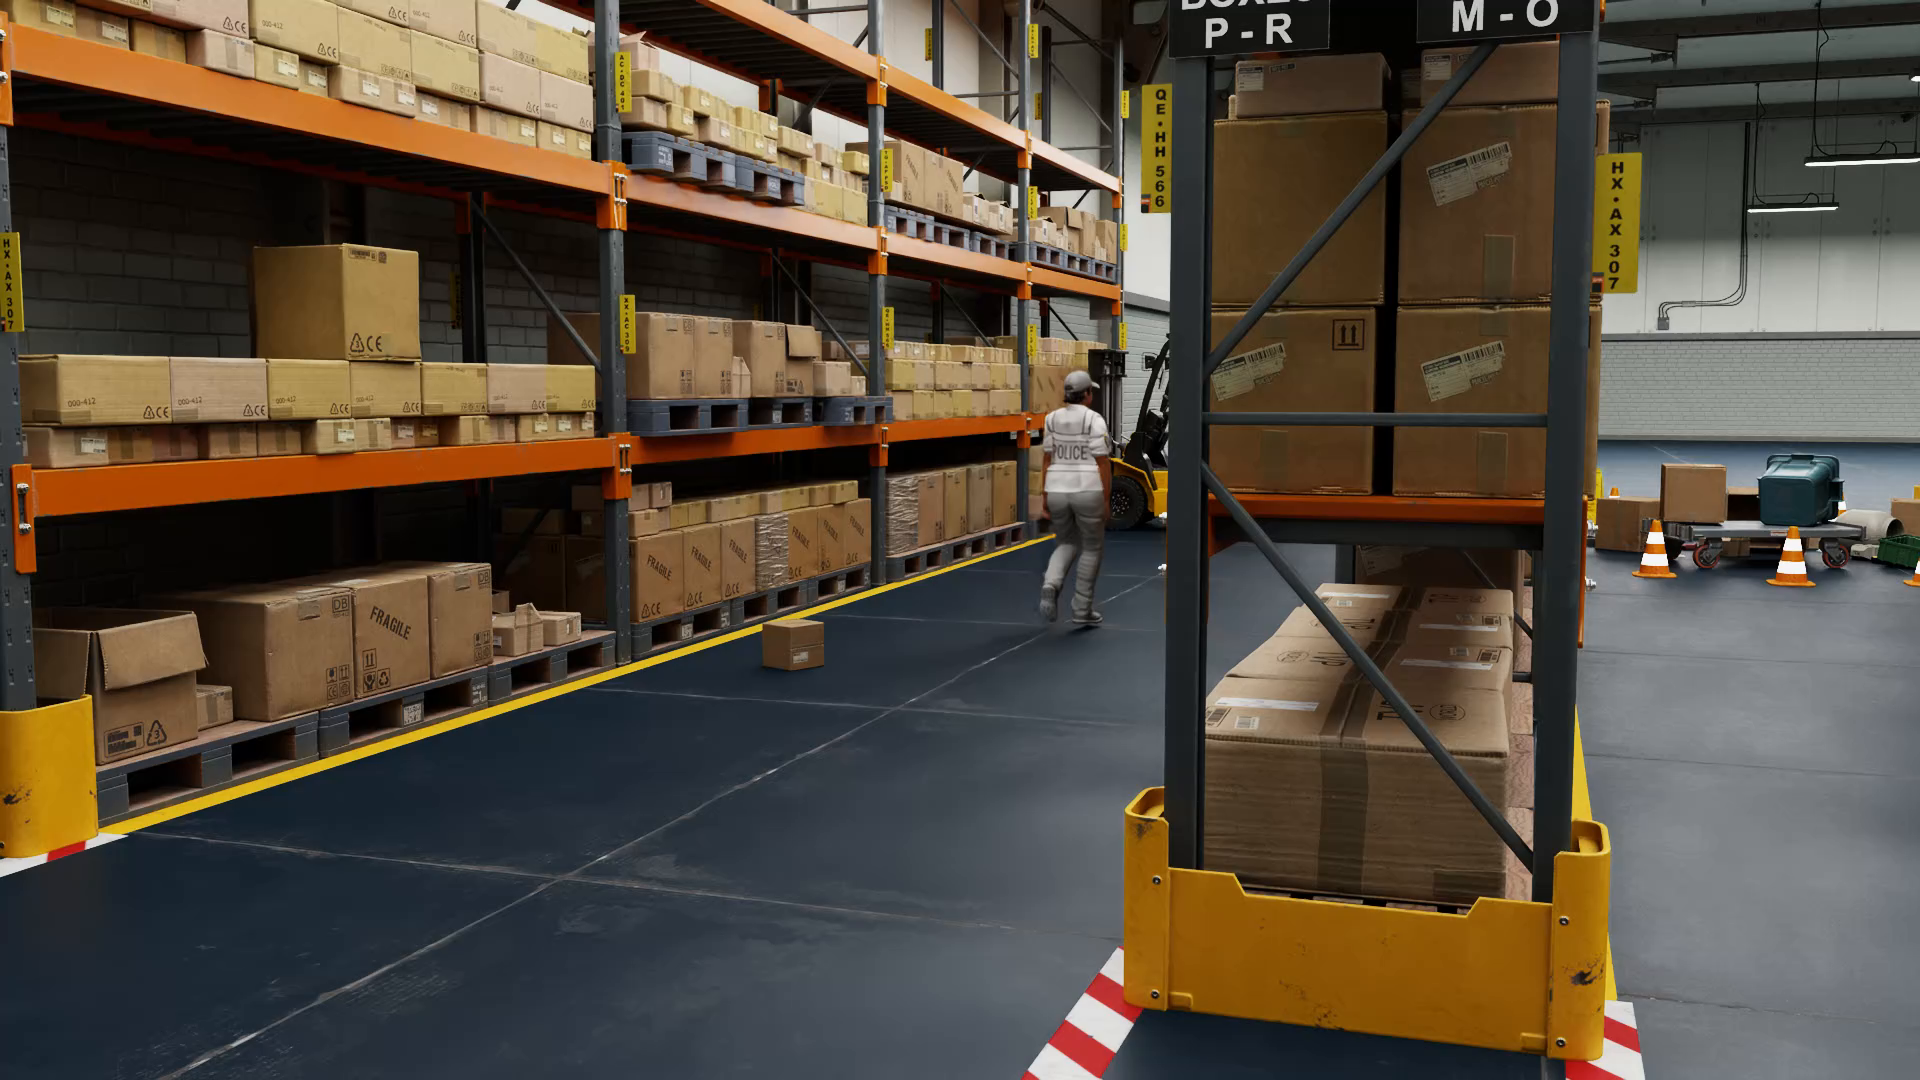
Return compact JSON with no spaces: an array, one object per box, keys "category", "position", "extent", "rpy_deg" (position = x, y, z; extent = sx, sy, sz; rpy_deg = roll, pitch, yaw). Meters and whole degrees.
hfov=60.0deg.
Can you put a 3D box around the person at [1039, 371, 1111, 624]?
[{"category":"person","position":[0.771,-0.275,10.886],"extent":[0.498,1.658,0.475],"rpy_deg":[3,6,33]}]
